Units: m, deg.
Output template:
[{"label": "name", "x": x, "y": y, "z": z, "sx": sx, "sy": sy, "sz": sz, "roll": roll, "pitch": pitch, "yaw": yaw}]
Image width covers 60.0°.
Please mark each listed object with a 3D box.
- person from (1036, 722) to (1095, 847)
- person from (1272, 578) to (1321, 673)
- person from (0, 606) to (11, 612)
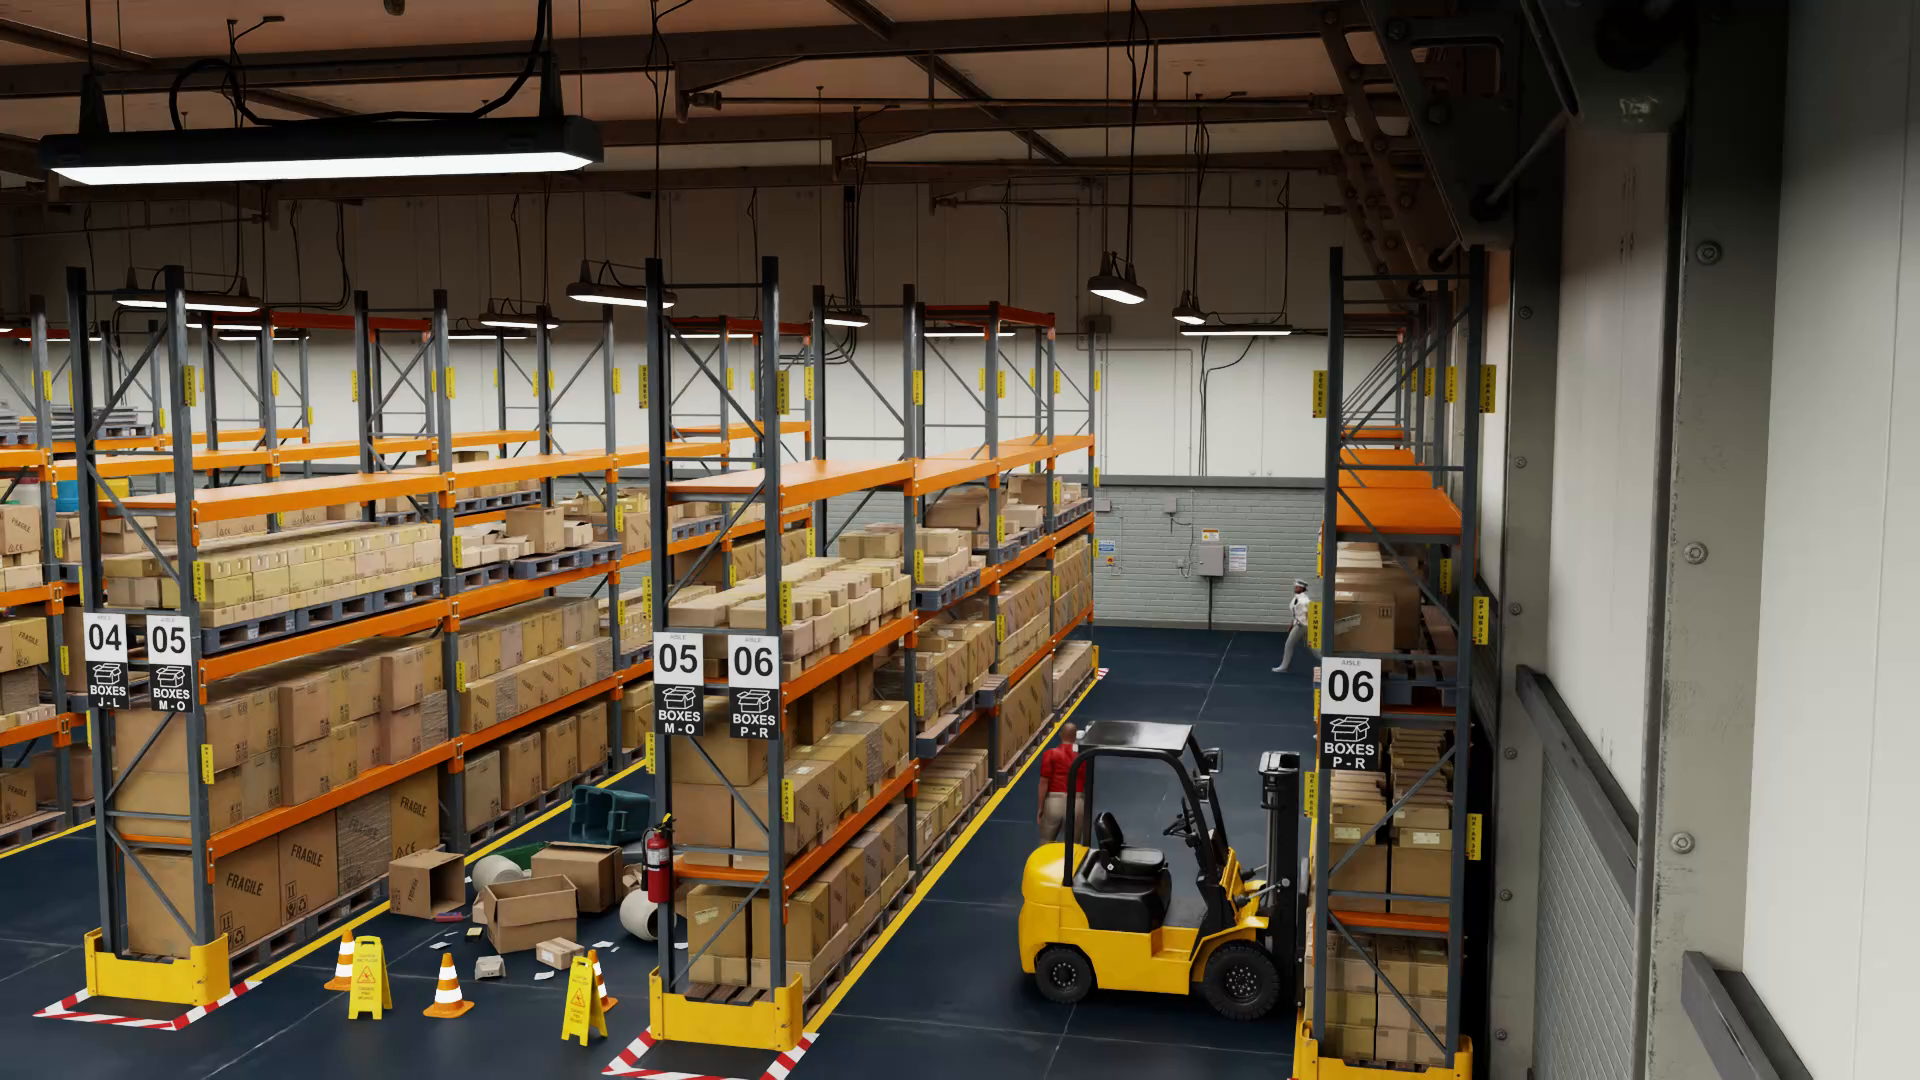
[{"label": "person", "x": 1.031, "y": 2.652, "z": 16.232, "sx": 0.567, "sy": 1.721, "sz": 0.516, "roll": 1, "pitch": 6, "yaw": 5}, {"label": "person", "x": 5.860, "y": 1.464, "z": 28.446, "sx": 1.007, "sy": 1.638, "sz": 0.451, "roll": 2, "pitch": 6, "yaw": 16}, {"label": "person", "x": -16.671, "y": 1.341, "z": 29.151, "sx": 0.533, "sy": 1.740, "sz": 0.934, "roll": 0, "pitch": 6, "yaw": 3}]
